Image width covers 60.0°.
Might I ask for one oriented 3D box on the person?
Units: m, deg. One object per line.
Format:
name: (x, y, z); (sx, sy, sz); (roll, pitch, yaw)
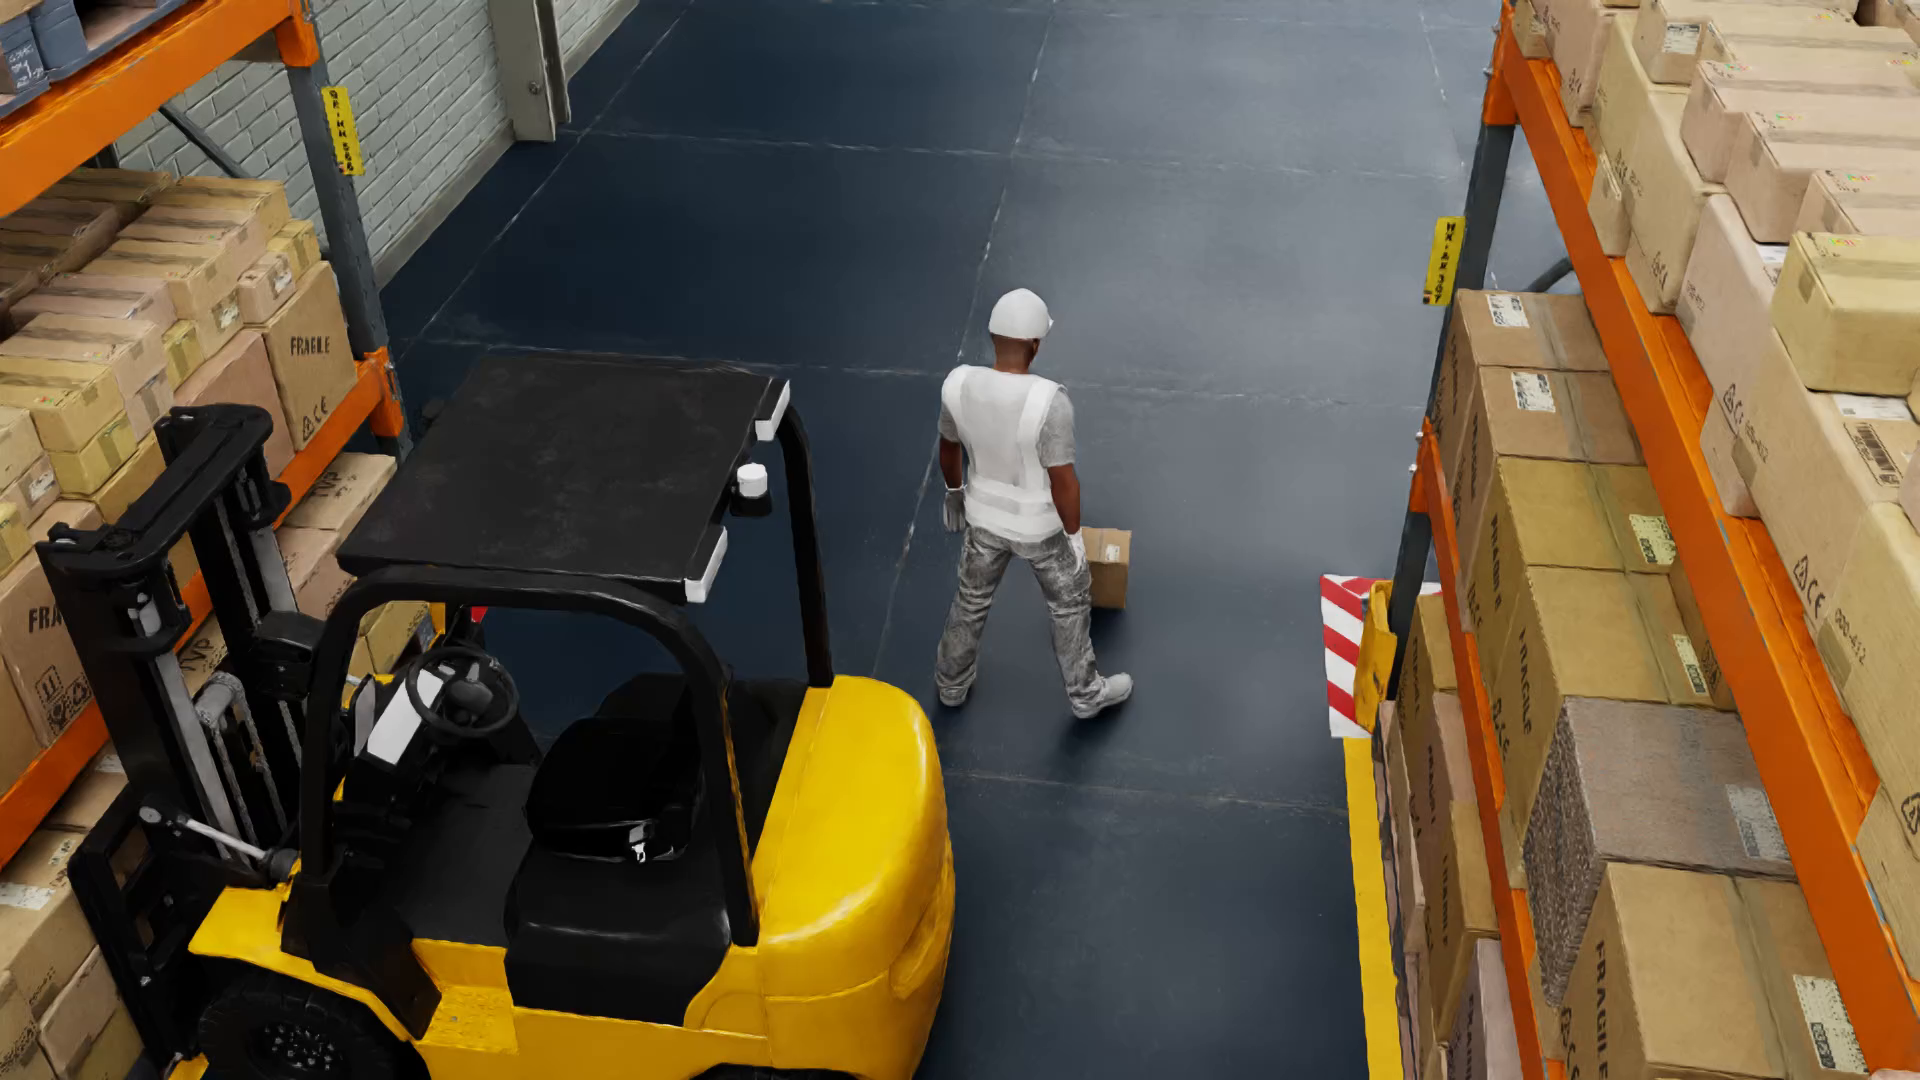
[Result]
person: (0.274, -0.100, 6.245); (0.745, 1.768, 0.534); (23, 42, 28)
